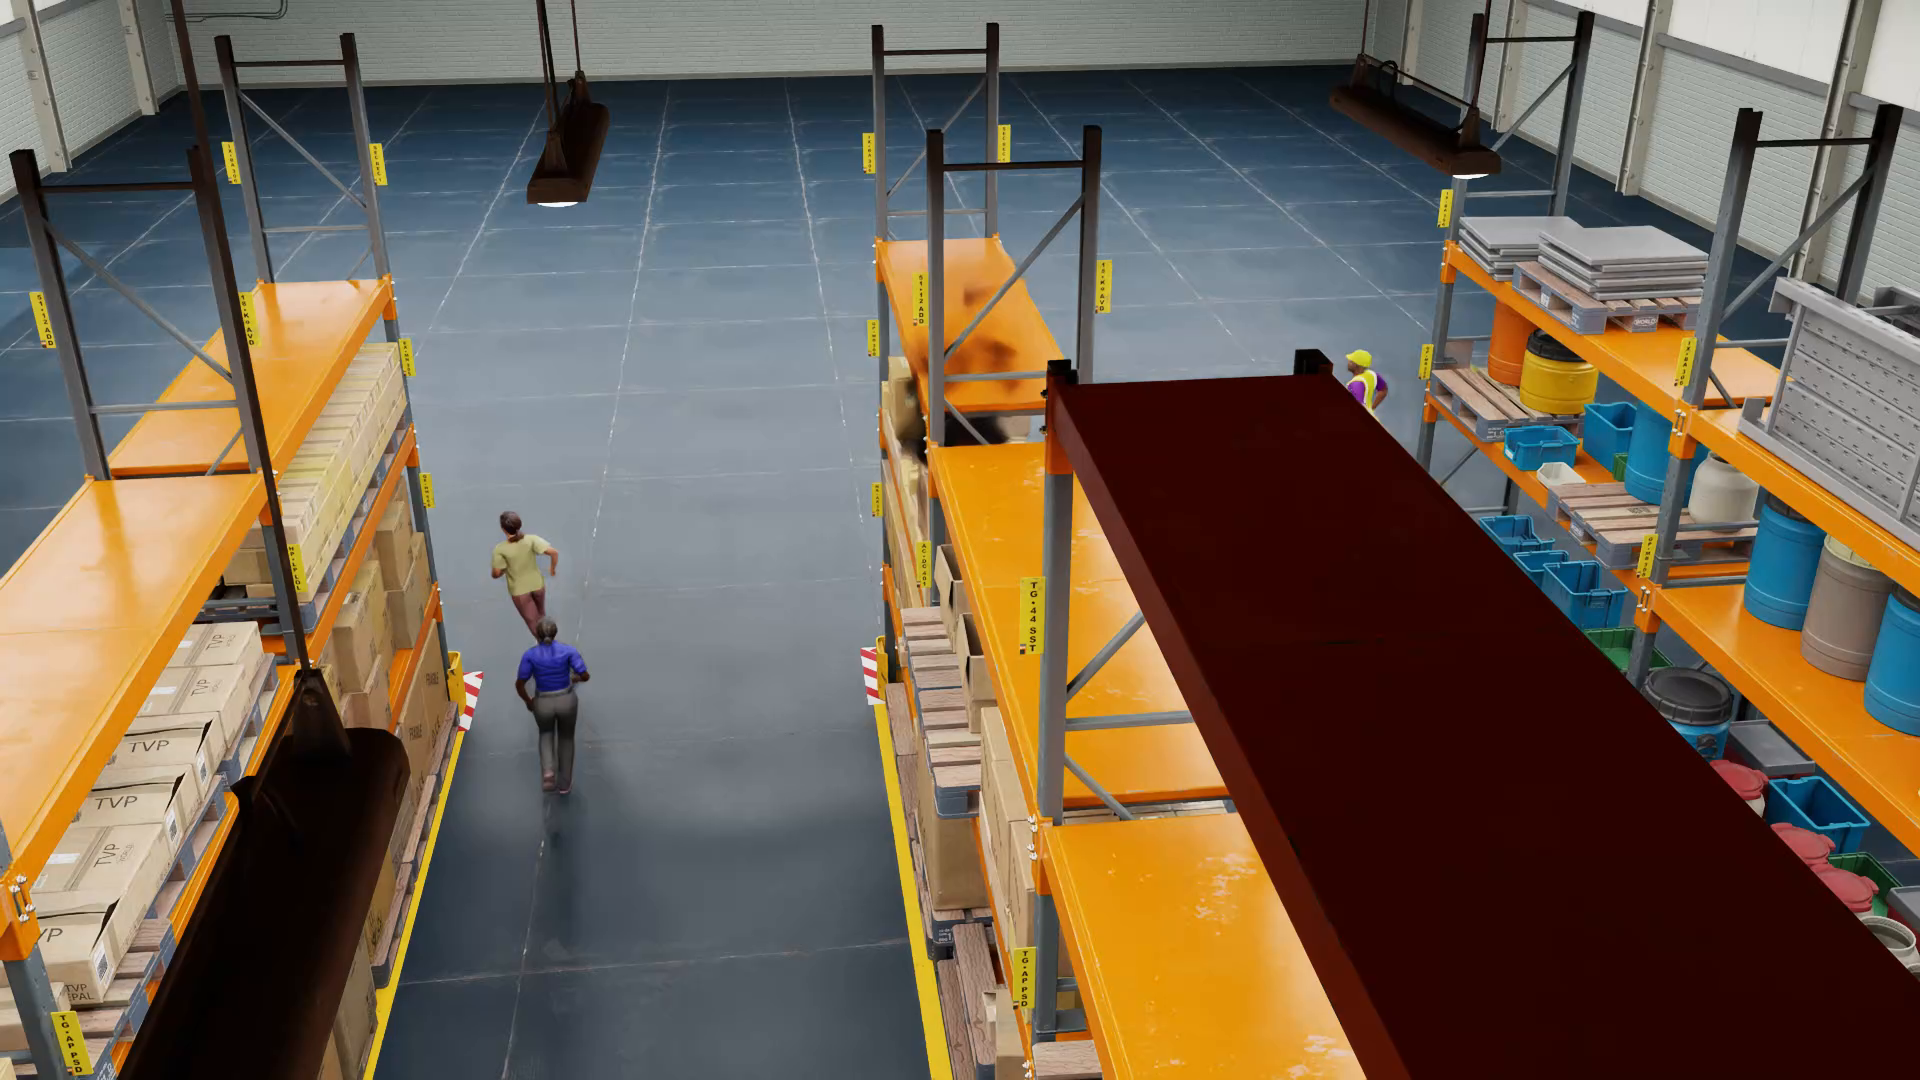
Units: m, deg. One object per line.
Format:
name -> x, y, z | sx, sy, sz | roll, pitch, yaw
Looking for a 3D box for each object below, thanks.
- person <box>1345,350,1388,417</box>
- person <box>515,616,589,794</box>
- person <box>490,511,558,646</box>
person -> 4.610, -1.301, 19.189 | 0.785, 1.821, 0.686 | 9, 27, 18
person -> -3.351, 1.357, 13.795 | 0.593, 1.609, 0.533 | -5, 26, -10
person -> -4.057, 0.496, 15.563 | 0.597, 1.648, 0.932 | -17, 30, -31
